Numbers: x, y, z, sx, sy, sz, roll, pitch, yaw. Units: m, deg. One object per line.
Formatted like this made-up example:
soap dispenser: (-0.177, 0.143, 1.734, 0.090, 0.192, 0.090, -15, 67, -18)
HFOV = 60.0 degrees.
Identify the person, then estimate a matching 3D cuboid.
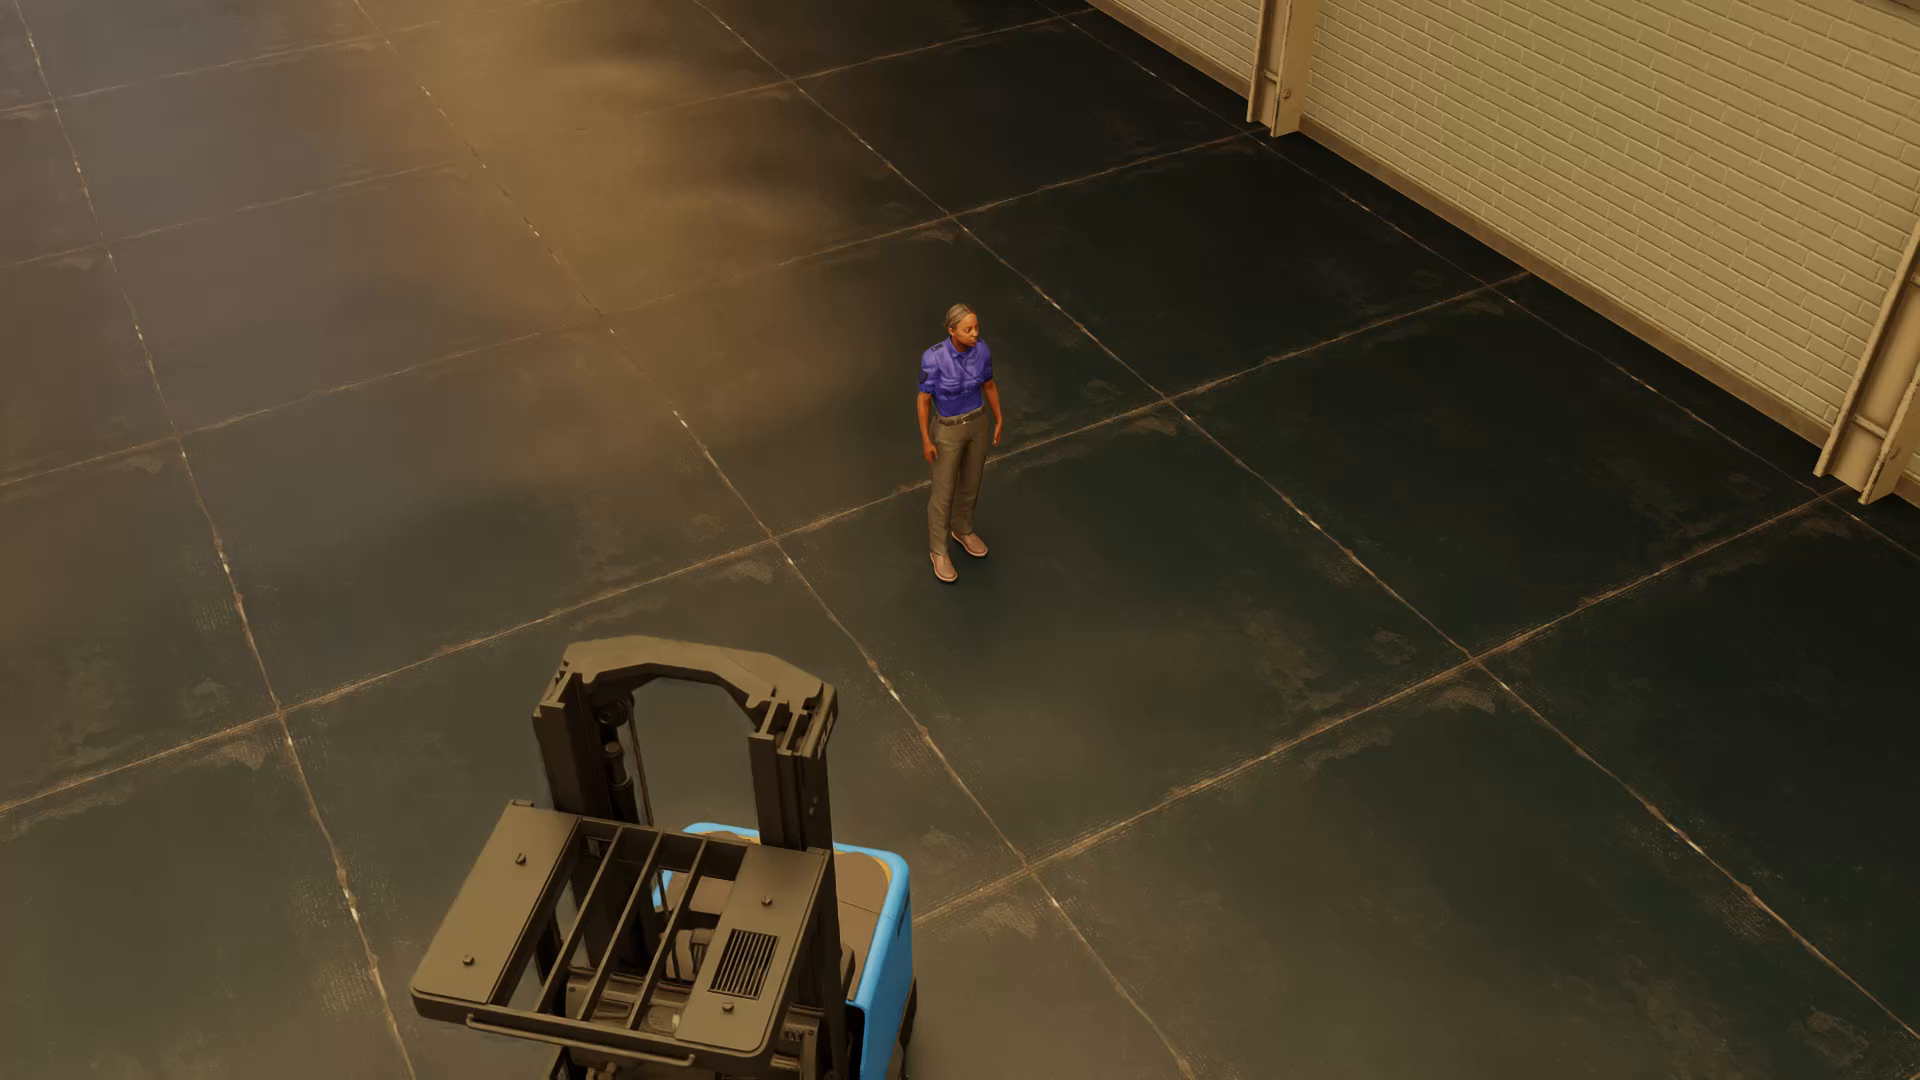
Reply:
person: (0.027, -0.588, 9.733, 0.569, 1.656, 0.503, -20, 44, -23)

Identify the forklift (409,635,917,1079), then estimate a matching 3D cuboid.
forklift: (-0.998, 1.891, 5.756, 1.130, 2.935, 3.031, 7, 40, 9)
